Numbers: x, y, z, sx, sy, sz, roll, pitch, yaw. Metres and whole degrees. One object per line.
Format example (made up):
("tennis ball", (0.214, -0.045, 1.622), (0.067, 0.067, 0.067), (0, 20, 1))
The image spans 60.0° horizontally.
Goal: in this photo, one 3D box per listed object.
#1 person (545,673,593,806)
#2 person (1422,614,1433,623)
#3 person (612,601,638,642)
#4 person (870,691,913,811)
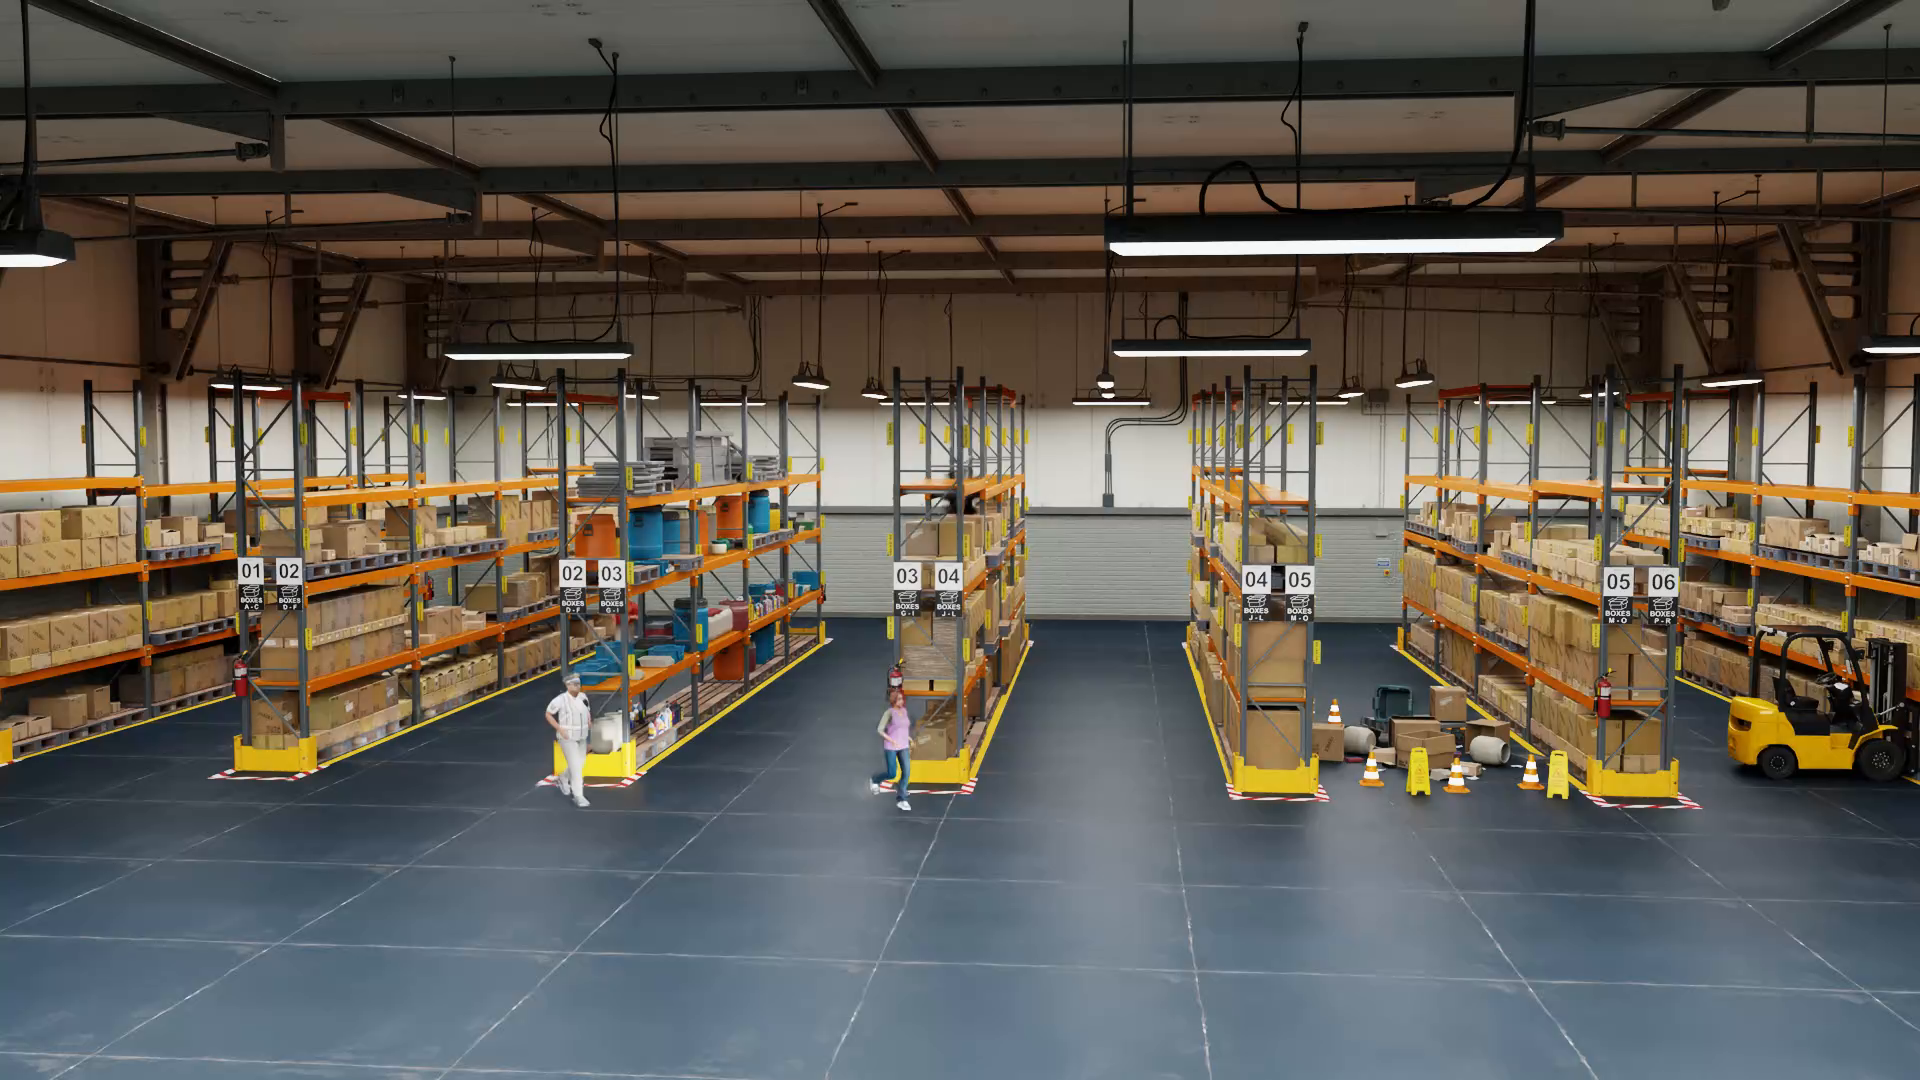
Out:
("person", (-5.331, 2.710, 22.815), (0.818, 1.786, 0.672), (3, 4, 38))
("person", (11.372, 1.698, 40.094), (0.788, 1.664, 0.591), (3, 4, 37))
("person", (-7.135, 1.962, 35.365), (0.639, 1.790, 0.719), (0, 4, -1))
("person", (-0.875, 2.825, 22.512), (0.565, 1.578, 0.818), (-3, 5, -42))
